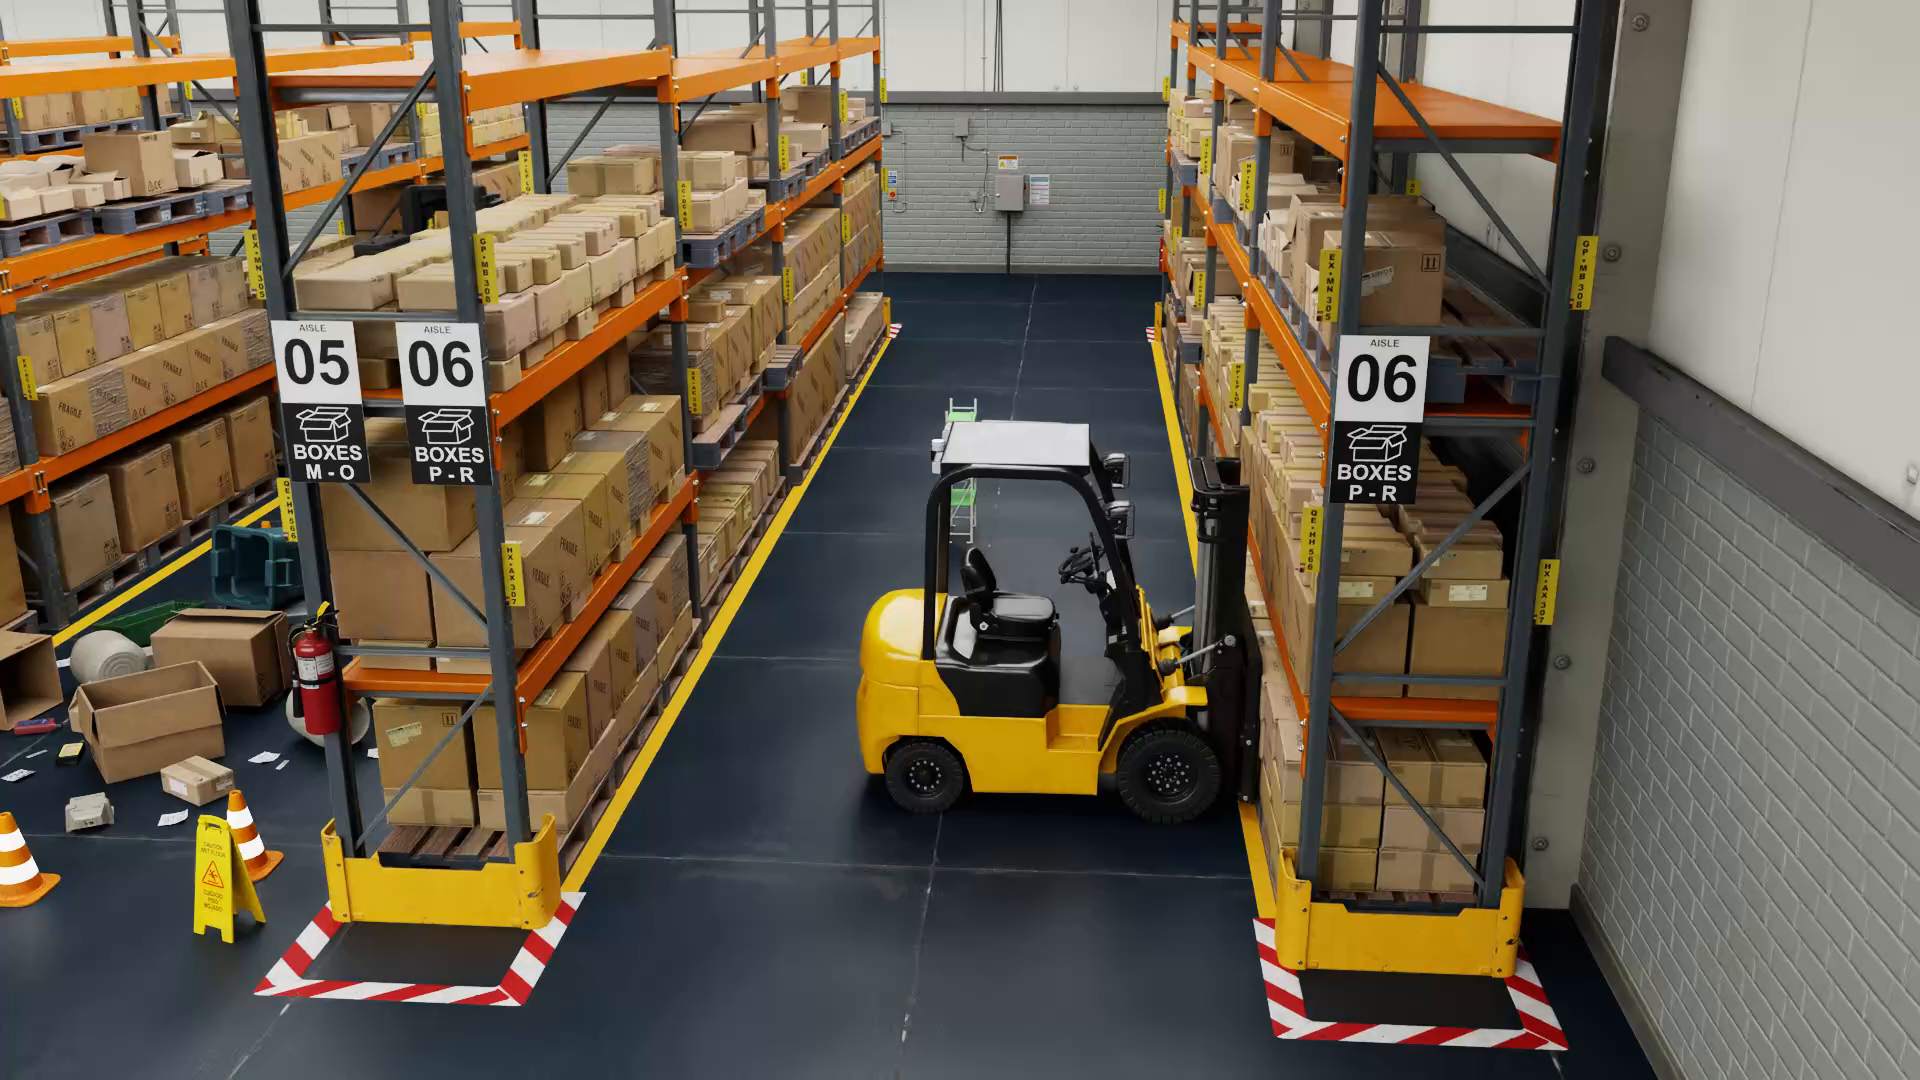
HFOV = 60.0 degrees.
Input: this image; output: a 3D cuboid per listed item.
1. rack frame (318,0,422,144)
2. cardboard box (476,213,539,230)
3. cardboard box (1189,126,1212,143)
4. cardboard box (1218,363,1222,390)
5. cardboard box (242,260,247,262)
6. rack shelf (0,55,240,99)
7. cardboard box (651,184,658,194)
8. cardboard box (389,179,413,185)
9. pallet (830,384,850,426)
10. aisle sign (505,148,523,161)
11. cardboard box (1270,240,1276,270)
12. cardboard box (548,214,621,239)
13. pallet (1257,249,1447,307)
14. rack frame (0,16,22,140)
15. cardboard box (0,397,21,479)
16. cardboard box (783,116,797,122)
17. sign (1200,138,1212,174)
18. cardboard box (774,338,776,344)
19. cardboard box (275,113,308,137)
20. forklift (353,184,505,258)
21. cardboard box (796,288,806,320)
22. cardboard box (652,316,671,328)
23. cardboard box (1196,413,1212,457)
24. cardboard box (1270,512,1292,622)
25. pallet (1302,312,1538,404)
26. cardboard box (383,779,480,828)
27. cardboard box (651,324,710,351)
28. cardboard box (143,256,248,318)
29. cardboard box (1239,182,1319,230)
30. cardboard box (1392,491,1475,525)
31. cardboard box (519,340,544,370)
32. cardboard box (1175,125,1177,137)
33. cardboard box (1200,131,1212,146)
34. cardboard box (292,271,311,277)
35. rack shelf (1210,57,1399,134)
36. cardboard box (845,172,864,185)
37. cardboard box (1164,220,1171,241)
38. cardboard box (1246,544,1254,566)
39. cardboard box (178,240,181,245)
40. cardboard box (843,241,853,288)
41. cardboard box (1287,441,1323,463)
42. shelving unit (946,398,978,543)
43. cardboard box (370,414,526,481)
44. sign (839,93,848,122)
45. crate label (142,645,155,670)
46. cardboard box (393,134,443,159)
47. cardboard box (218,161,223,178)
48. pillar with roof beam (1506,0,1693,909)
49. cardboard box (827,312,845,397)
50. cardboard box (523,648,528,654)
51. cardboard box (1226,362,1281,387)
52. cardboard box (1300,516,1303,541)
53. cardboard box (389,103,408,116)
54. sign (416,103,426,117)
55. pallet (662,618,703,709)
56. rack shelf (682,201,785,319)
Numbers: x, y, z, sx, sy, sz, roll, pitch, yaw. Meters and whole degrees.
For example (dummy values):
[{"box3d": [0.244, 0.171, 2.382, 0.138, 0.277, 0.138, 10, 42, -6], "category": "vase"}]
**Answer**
[{"box3d": [-6.830, -6.086, 19.045, 1.000, 3.000, 0.127, 1, 18, 4], "category": "rack frame"}, {"box3d": [-2.838, -1.943, 10.342, 0.380, 0.149, 0.250, 1, 18, 2], "category": "cardboard box"}, {"box3d": [2.555, -4.178, 17.131, 0.380, 0.149, 0.250, 1, 18, 4], "category": "cardboard box"}, {"box3d": [2.399, -1.361, 13.698, 0.500, 0.250, 0.500, 2, 18, 5], "category": "cardboard box"}, {"box3d": [-7.444, -2.920, 17.790, 0.380, 0.149, 0.250, 2, 18, 7], "category": "cardboard box"}, {"box3d": [-7.260, -3.691, 13.532, 1.077, 0.370, 4.000, 1, 18, 4], "category": "rack shelf"}, {"box3d": [-2.521, -2.567, 12.688, 0.500, 0.250, 0.500, 2, 18, 5], "category": "cardboard box"}, {"box3d": [-7.035, -4.212, 20.716, 0.500, 0.500, 0.500, 1, 18, 2], "category": "cardboard box"}, {"box3d": [-1.866, -1.590, 19.435, 1.003, 0.211, 1.213, 1, 18, 4], "category": "pallet"}, {"box3d": [-6.239, -5.729, 23.414, 0.394, 0.787, 0.004, 1, 18, 4], "category": "aisle sign"}, {"box3d": [2.102, -1.744, 10.178, 0.380, 0.149, 0.250, 2, 18, 6], "category": "cardboard box"}, {"box3d": [-2.323, -1.929, 10.299, 0.380, 0.149, 0.250, 1, 18, 3], "category": "cardboard box"}, {"box3d": [2.457, -1.680, 10.557, 1.003, 0.211, 1.213, 1, 18, 4], "category": "pallet"}, {"box3d": [-11.770, -6.228, 19.478, 1.000, 3.000, 0.127, 1, 18, 4], "category": "rack frame"}, {"box3d": [-7.418, -0.707, 12.022, 0.875, 0.550, 0.550, 1, 18, 4], "category": "cardboard box"}, {"box3d": [-2.159, -4.970, 19.838, 0.396, 0.266, 0.258, 2, 18, 6], "category": "cardboard box"}, {"box3d": [2.238, -3.488, 15.103, 0.100, 0.325, 0.005, 1, 18, 4], "category": "sign"}, {"box3d": [-1.908, -1.802, 15.334, 0.380, 0.149, 0.250, 2, 18, 5], "category": "cardboard box"}, {"box3d": [-6.797, -4.189, 16.684, 0.396, 0.266, 0.258, 1, 18, 4], "category": "cardboard box"}, {"box3d": [-4.908, -1.803, 15.719, 1.130, 2.935, 3.031, 2, 18, 7], "category": "forklift"}, {"box3d": [-1.852, -2.392, 16.845, 0.500, 0.250, 0.500, 2, 18, 5], "category": "cardboard box"}, {"box3d": [-2.578, -1.523, 13.440, 0.500, 0.500, 0.500, 2, 18, 6], "category": "cardboard box"}, {"box3d": [2.595, -0.952, 16.351, 0.500, 0.500, 0.500, 2, 18, 6], "category": "cardboard box"}, {"box3d": [2.061, 0.154, 9.474, 0.500, 0.500, 0.500, 1, 18, 3], "category": "cardboard box"}, {"box3d": [2.282, -0.922, 8.244, 1.003, 0.211, 1.213, 1, 18, 4], "category": "pallet"}, {"box3d": [-2.955, 1.413, 9.533, 0.500, 0.250, 0.500, 1, 18, 4], "category": "cardboard box"}, {"box3d": [-2.073, -1.506, 12.348, 0.380, 0.149, 0.250, 1, 18, 4], "category": "cardboard box"}, {"box3d": [-7.159, -2.376, 15.591, 0.700, 0.500, 0.500, 1, 18, 4], "category": "cardboard box"}, {"box3d": [2.301, -2.422, 11.989, 0.500, 0.311, 0.500, 1, 18, 2], "category": "cardboard box"}, {"box3d": [2.532, -0.155, 8.900, 0.380, 0.149, 0.250, 1, 18, 4], "category": "cardboard box"}, {"box3d": [-2.416, -0.996, 8.731, 0.380, 0.149, 0.250, 2, 18, 5], "category": "cardboard box"}, {"box3d": [2.969, -5.174, 20.843, 0.500, 0.250, 0.500, 1, 18, 3], "category": "cardboard box"}, {"box3d": [2.601, -4.005, 16.635, 0.380, 0.149, 0.250, 1, 18, 4], "category": "cardboard box"}, {"box3d": [-6.852, -2.655, 16.981, 0.380, 0.149, 0.250, 1, 18, 4], "category": "cardboard box"}, {"box3d": [2.635, -3.502, 12.956, 1.077, 0.370, 4.000, 1, 18, 4], "category": "rack shelf"}, {"box3d": [-1.462, -4.716, 21.690, 0.380, 0.149, 0.250, 2, 18, 5], "category": "cardboard box"}, {"box3d": [3.051, -4.224, 22.760, 0.500, 0.250, 0.500, 1, 18, 4], "category": "cardboard box"}, {"box3d": [2.144, 0.213, 11.590, 0.500, 0.250, 0.500, 1, 18, 3], "category": "cardboard box"}, {"box3d": [-11.217, -4.223, 23.398, 0.380, 0.149, 0.250, 1, 18, 4], "category": "cardboard box"}, {"box3d": [-1.591, -3.343, 20.149, 0.500, 0.500, 0.500, 2, 18, 6], "category": "cardboard box"}, {"box3d": [2.160, -0.487, 9.911, 0.380, 0.149, 0.250, 1, 18, 4], "category": "cardboard box"}, {"box3d": [0.012, -0.622, 14.893, 0.258, 1.200, 0.503, 1, 18, 4], "category": "shelving unit"}, {"box3d": [-2.949, -0.574, 9.614, 0.700, 0.500, 0.500, 1, 18, 3], "category": "cardboard box"}, {"box3d": [-1.344, -4.968, 19.113, 0.100, 0.325, 0.005, 1, 18, 4], "category": "sign"}, {"box3d": [-5.854, 0.853, 12.099, 0.298, 0.136, 0.250, -13, 22, -34], "category": "crate label"}, {"box3d": [-6.534, -4.727, 19.956, 0.500, 0.250, 0.500, 2, 18, 7], "category": "cardboard box"}, {"box3d": [-6.940, -3.363, 15.093, 0.380, 0.166, 0.250, 1, 18, 4], "category": "cardboard box"}, {"box3d": [-1.140, -2.463, 7.986, 9.100, 9.000, 0.400, 1, 18, 4], "category": "pillar with roof beam"}, {"box3d": [-1.850, -2.152, 19.410, 0.875, 0.875, 0.875, 2, 18, 6], "category": "cardboard box"}, {"box3d": [-2.511, 0.511, 8.951, 0.380, 0.149, 0.250, 2, 18, 5], "category": "cardboard box"}, {"box3d": [2.252, -1.269, 12.775, 0.380, 0.149, 0.250, 1, 18, 2], "category": "cardboard box"}, {"box3d": [2.048, -0.025, 8.980, 0.380, 0.149, 0.250, 1, 18, 4], "category": "cardboard box"}, {"box3d": [-6.568, -5.101, 19.655, 0.380, 0.149, 0.250, 1, 18, 3], "category": "cardboard box"}, {"box3d": [-6.276, -5.082, 19.336, 0.100, 0.325, 0.005, 1, 18, 4], "category": "sign"}, {"box3d": [-2.472, 0.863, 11.950, 1.003, 0.211, 1.213, 1, 18, 4], "category": "pallet"}, {"box3d": [-2.316, -2.376, 13.695, 1.077, 0.370, 4.000, 1, 18, 4], "category": "rack shelf"}]
